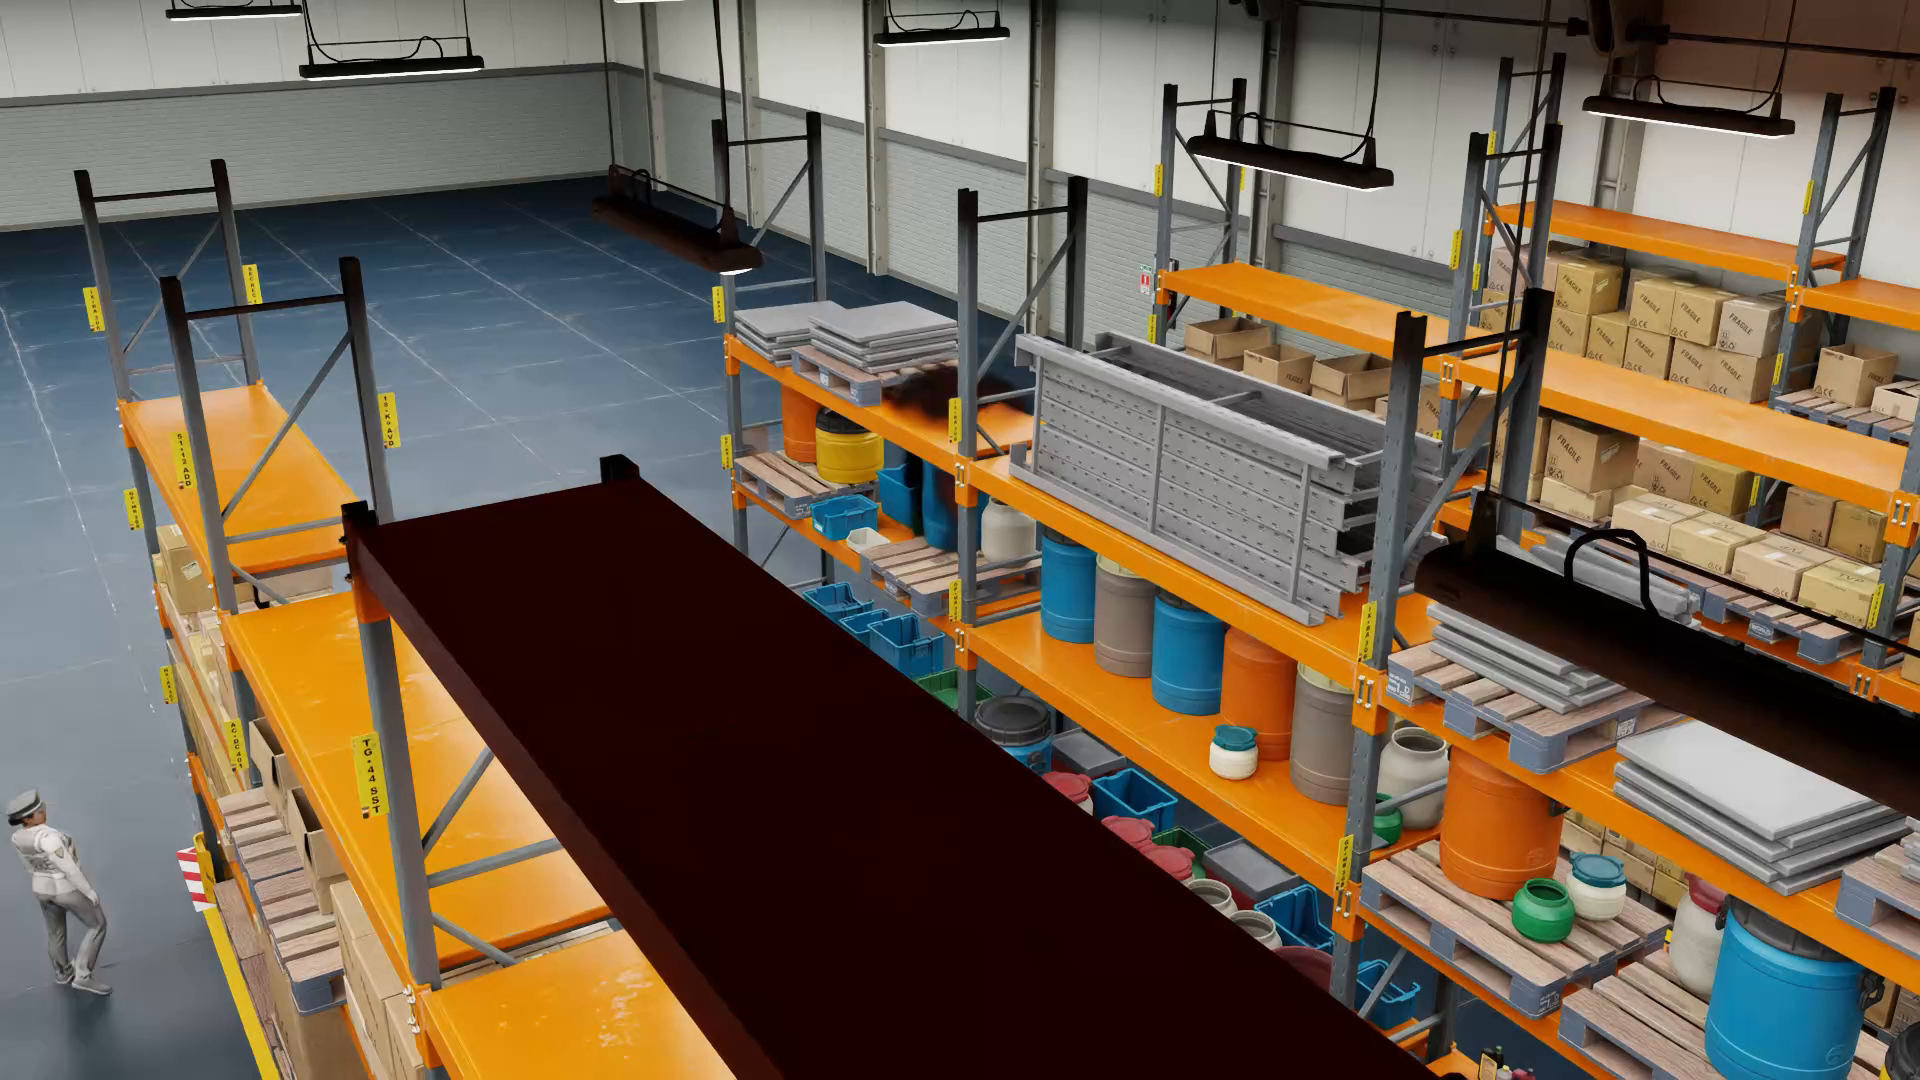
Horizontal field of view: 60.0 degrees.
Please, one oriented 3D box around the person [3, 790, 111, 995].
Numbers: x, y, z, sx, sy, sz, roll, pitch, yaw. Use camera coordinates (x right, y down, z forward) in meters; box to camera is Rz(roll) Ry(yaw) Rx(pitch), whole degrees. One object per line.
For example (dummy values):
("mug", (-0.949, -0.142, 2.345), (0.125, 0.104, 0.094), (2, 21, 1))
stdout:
("person", (-6.778, 2.653, 12.528), (0.581, 1.698, 0.411), (5, 22, 13))
